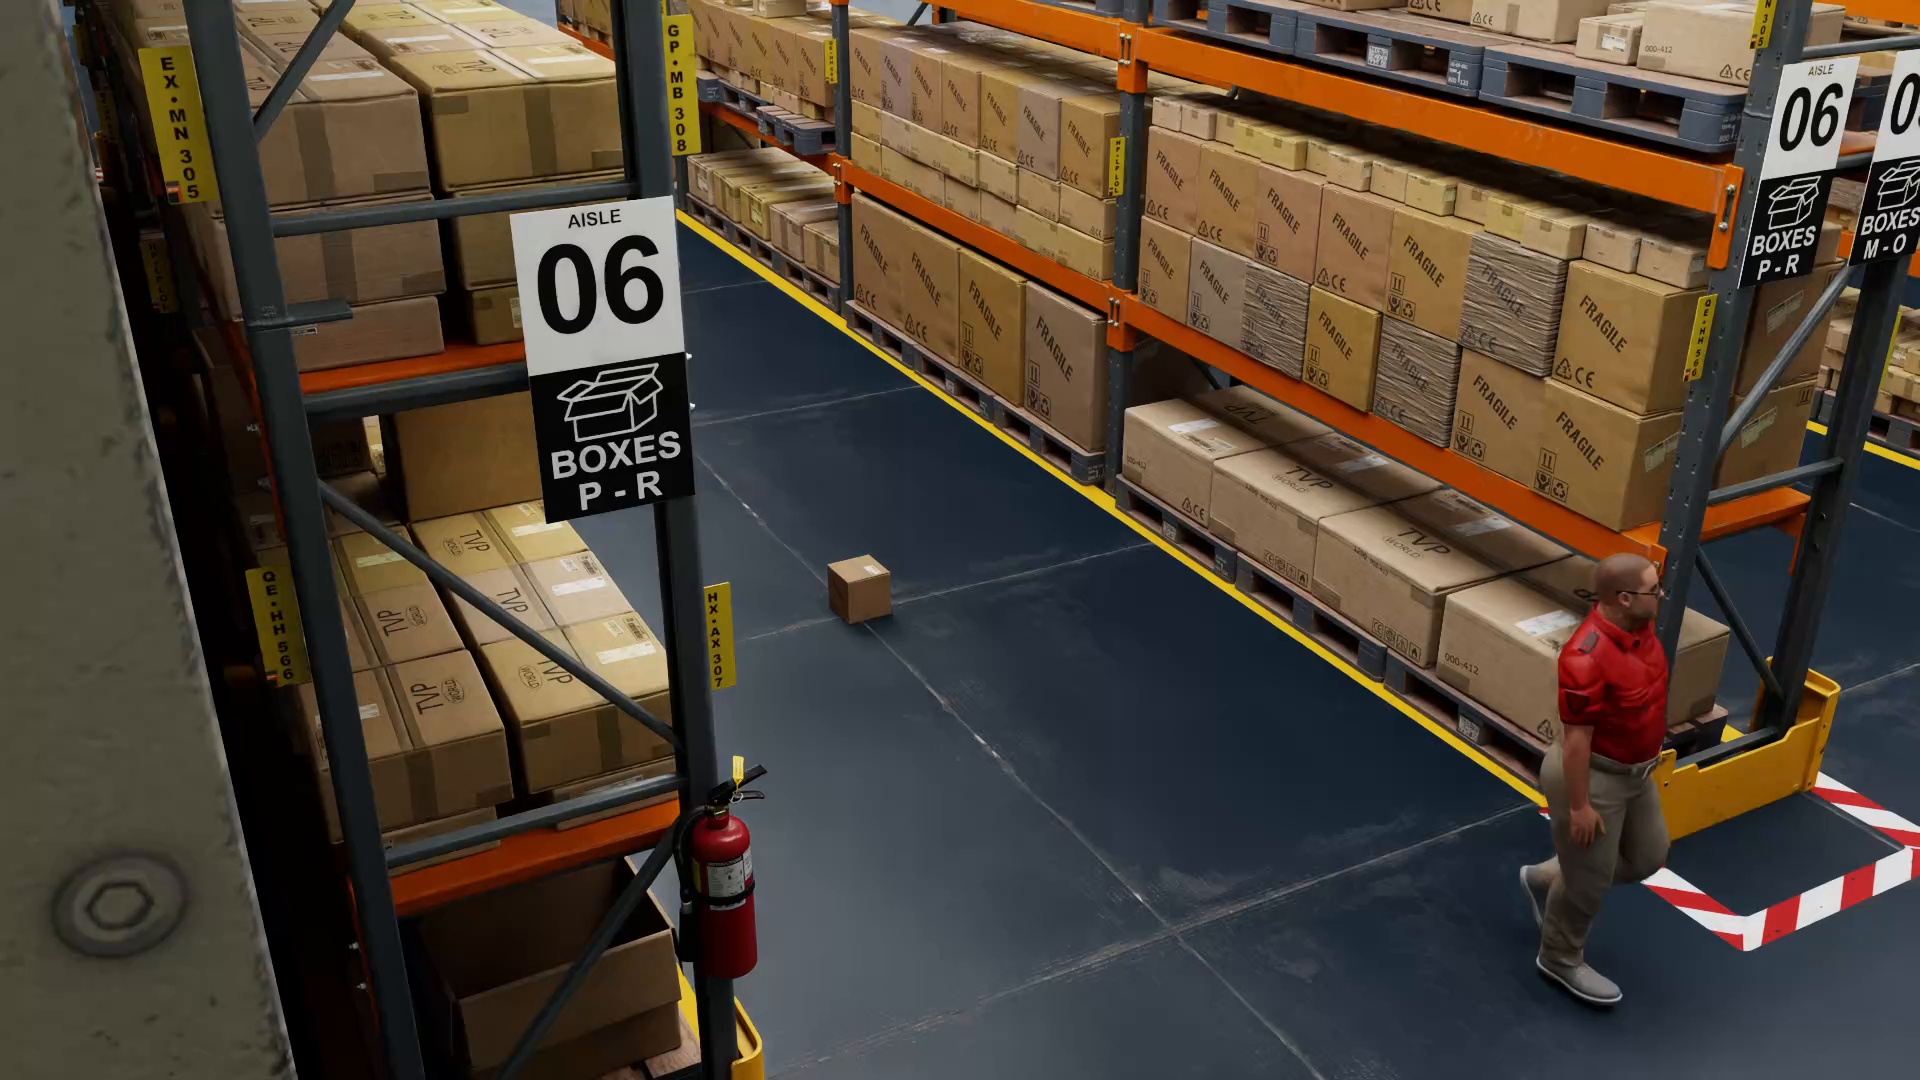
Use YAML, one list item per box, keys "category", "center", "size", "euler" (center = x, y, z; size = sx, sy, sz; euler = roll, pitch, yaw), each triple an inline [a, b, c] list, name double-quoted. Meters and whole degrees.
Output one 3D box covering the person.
- category: "person"
  center: [2.276, 0.525, 5.743]
  size: [0.547, 1.039, 0.341]
  euler: [-22, 33, -39]
